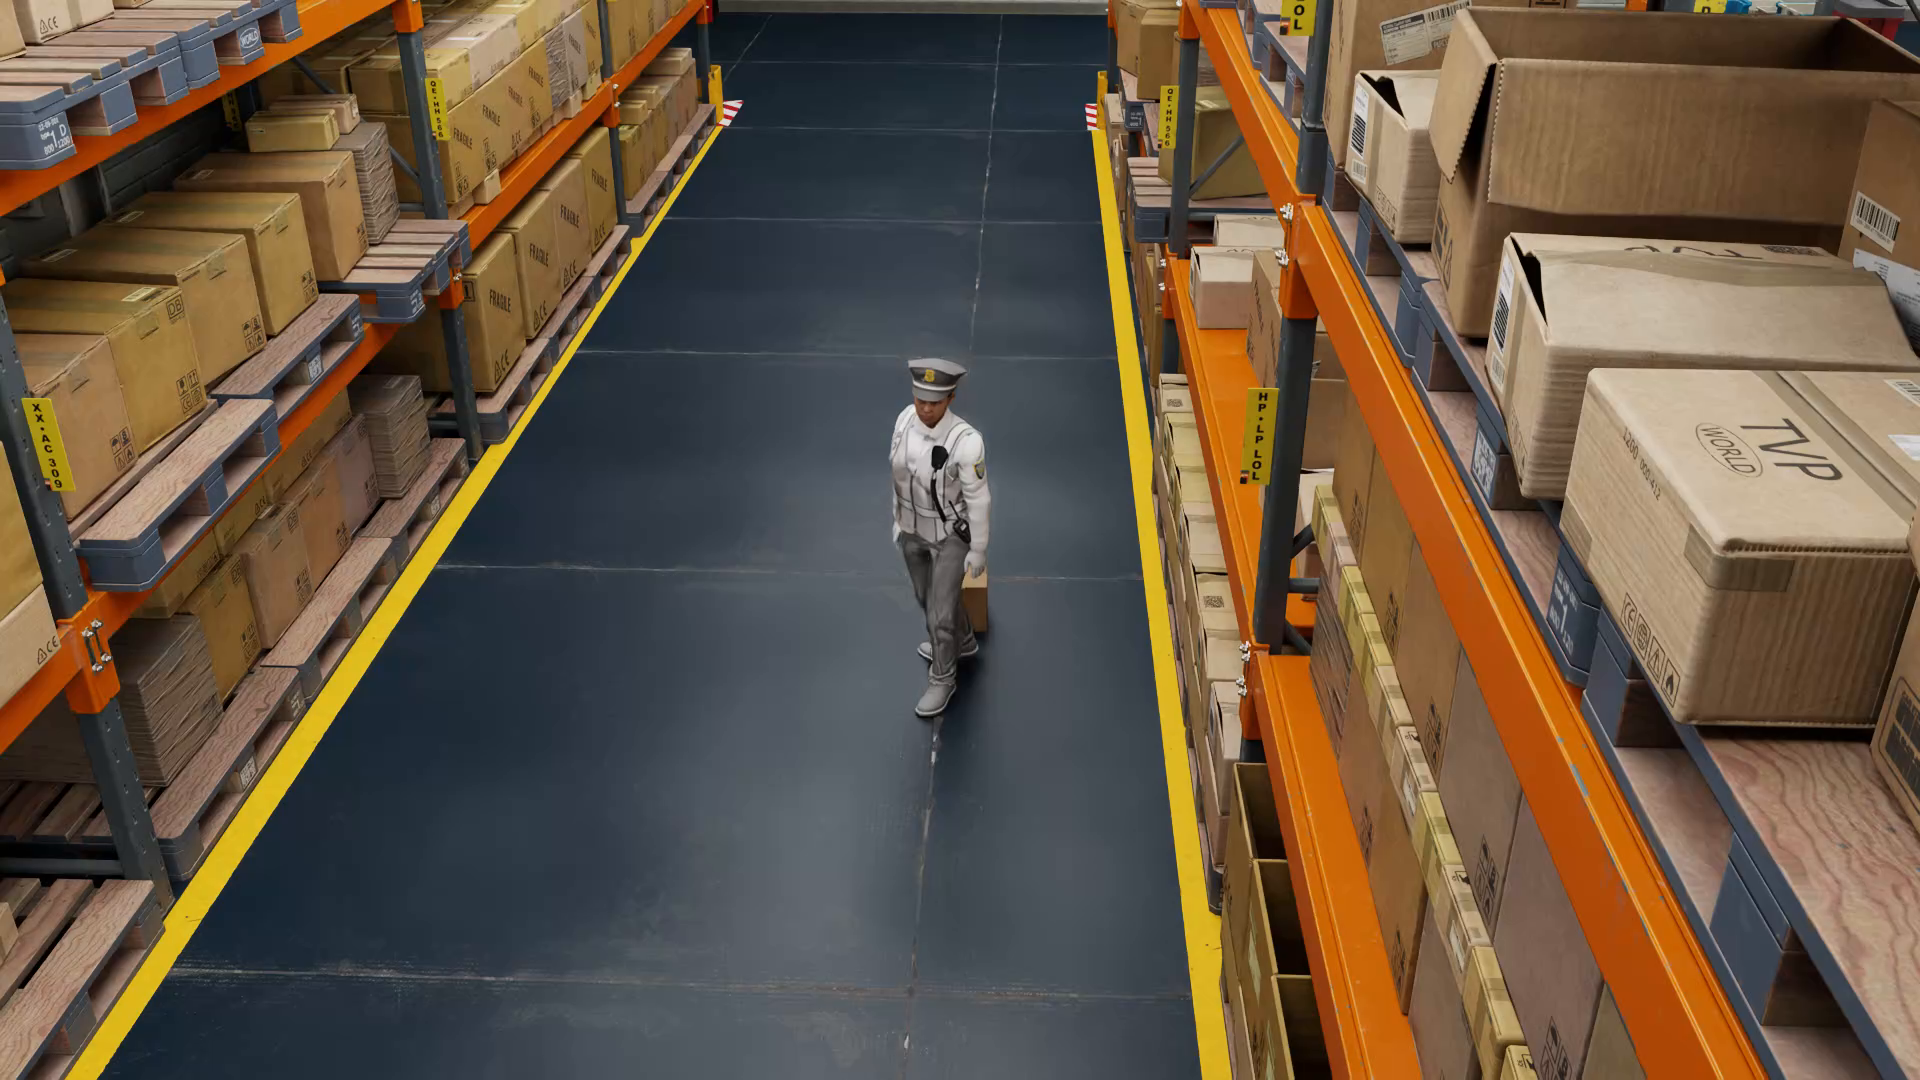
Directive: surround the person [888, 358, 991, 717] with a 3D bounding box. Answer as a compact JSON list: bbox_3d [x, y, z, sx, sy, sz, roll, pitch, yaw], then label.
[{"bbox_3d":[-0.053,-0.060,7.223,0.524,1.664,0.542,23,36,36],"label":"person"}]
